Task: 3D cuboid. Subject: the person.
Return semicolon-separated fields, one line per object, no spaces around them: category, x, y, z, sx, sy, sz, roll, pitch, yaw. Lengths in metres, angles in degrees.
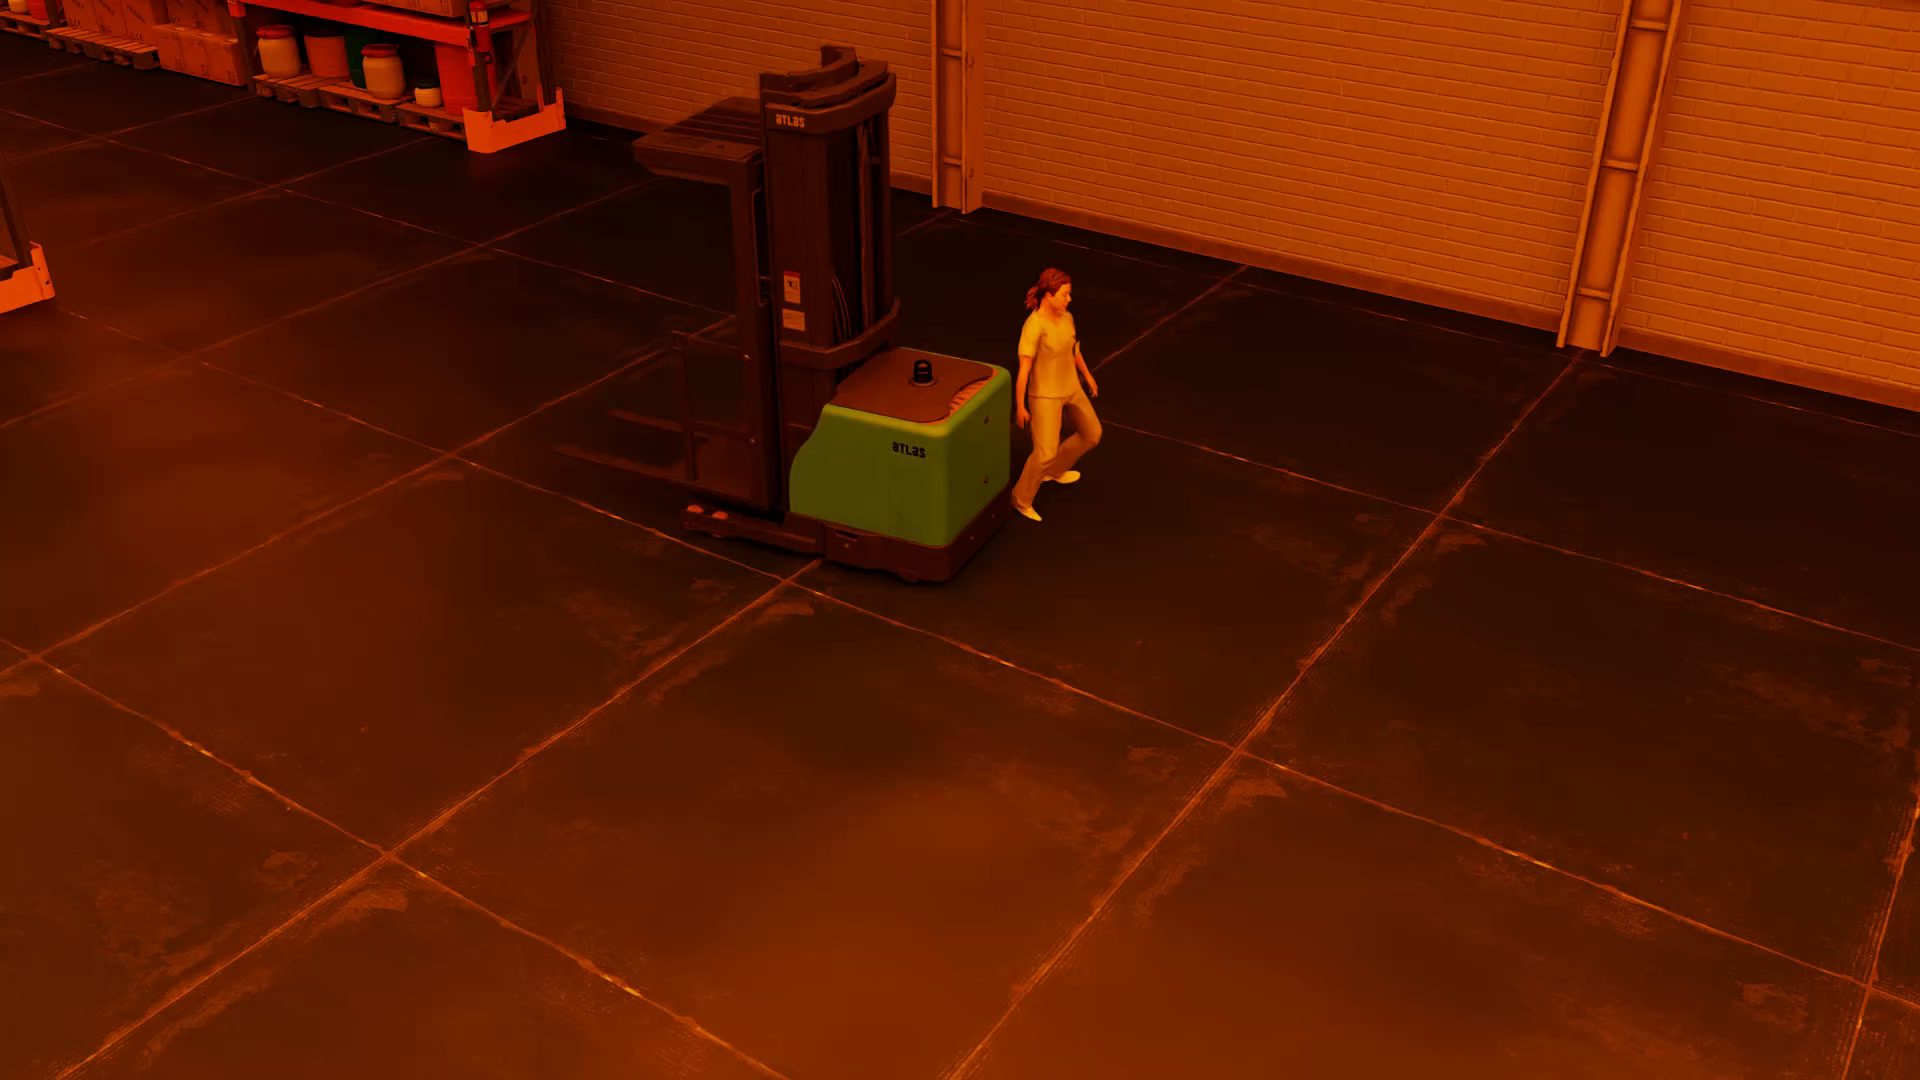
person;0.571;-0.921;10.558;0.441;1.639;0.730;27;39;38

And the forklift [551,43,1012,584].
forklift;-1.227;-1.502;10.168;3.031;2.935;1.130;14;33;22
